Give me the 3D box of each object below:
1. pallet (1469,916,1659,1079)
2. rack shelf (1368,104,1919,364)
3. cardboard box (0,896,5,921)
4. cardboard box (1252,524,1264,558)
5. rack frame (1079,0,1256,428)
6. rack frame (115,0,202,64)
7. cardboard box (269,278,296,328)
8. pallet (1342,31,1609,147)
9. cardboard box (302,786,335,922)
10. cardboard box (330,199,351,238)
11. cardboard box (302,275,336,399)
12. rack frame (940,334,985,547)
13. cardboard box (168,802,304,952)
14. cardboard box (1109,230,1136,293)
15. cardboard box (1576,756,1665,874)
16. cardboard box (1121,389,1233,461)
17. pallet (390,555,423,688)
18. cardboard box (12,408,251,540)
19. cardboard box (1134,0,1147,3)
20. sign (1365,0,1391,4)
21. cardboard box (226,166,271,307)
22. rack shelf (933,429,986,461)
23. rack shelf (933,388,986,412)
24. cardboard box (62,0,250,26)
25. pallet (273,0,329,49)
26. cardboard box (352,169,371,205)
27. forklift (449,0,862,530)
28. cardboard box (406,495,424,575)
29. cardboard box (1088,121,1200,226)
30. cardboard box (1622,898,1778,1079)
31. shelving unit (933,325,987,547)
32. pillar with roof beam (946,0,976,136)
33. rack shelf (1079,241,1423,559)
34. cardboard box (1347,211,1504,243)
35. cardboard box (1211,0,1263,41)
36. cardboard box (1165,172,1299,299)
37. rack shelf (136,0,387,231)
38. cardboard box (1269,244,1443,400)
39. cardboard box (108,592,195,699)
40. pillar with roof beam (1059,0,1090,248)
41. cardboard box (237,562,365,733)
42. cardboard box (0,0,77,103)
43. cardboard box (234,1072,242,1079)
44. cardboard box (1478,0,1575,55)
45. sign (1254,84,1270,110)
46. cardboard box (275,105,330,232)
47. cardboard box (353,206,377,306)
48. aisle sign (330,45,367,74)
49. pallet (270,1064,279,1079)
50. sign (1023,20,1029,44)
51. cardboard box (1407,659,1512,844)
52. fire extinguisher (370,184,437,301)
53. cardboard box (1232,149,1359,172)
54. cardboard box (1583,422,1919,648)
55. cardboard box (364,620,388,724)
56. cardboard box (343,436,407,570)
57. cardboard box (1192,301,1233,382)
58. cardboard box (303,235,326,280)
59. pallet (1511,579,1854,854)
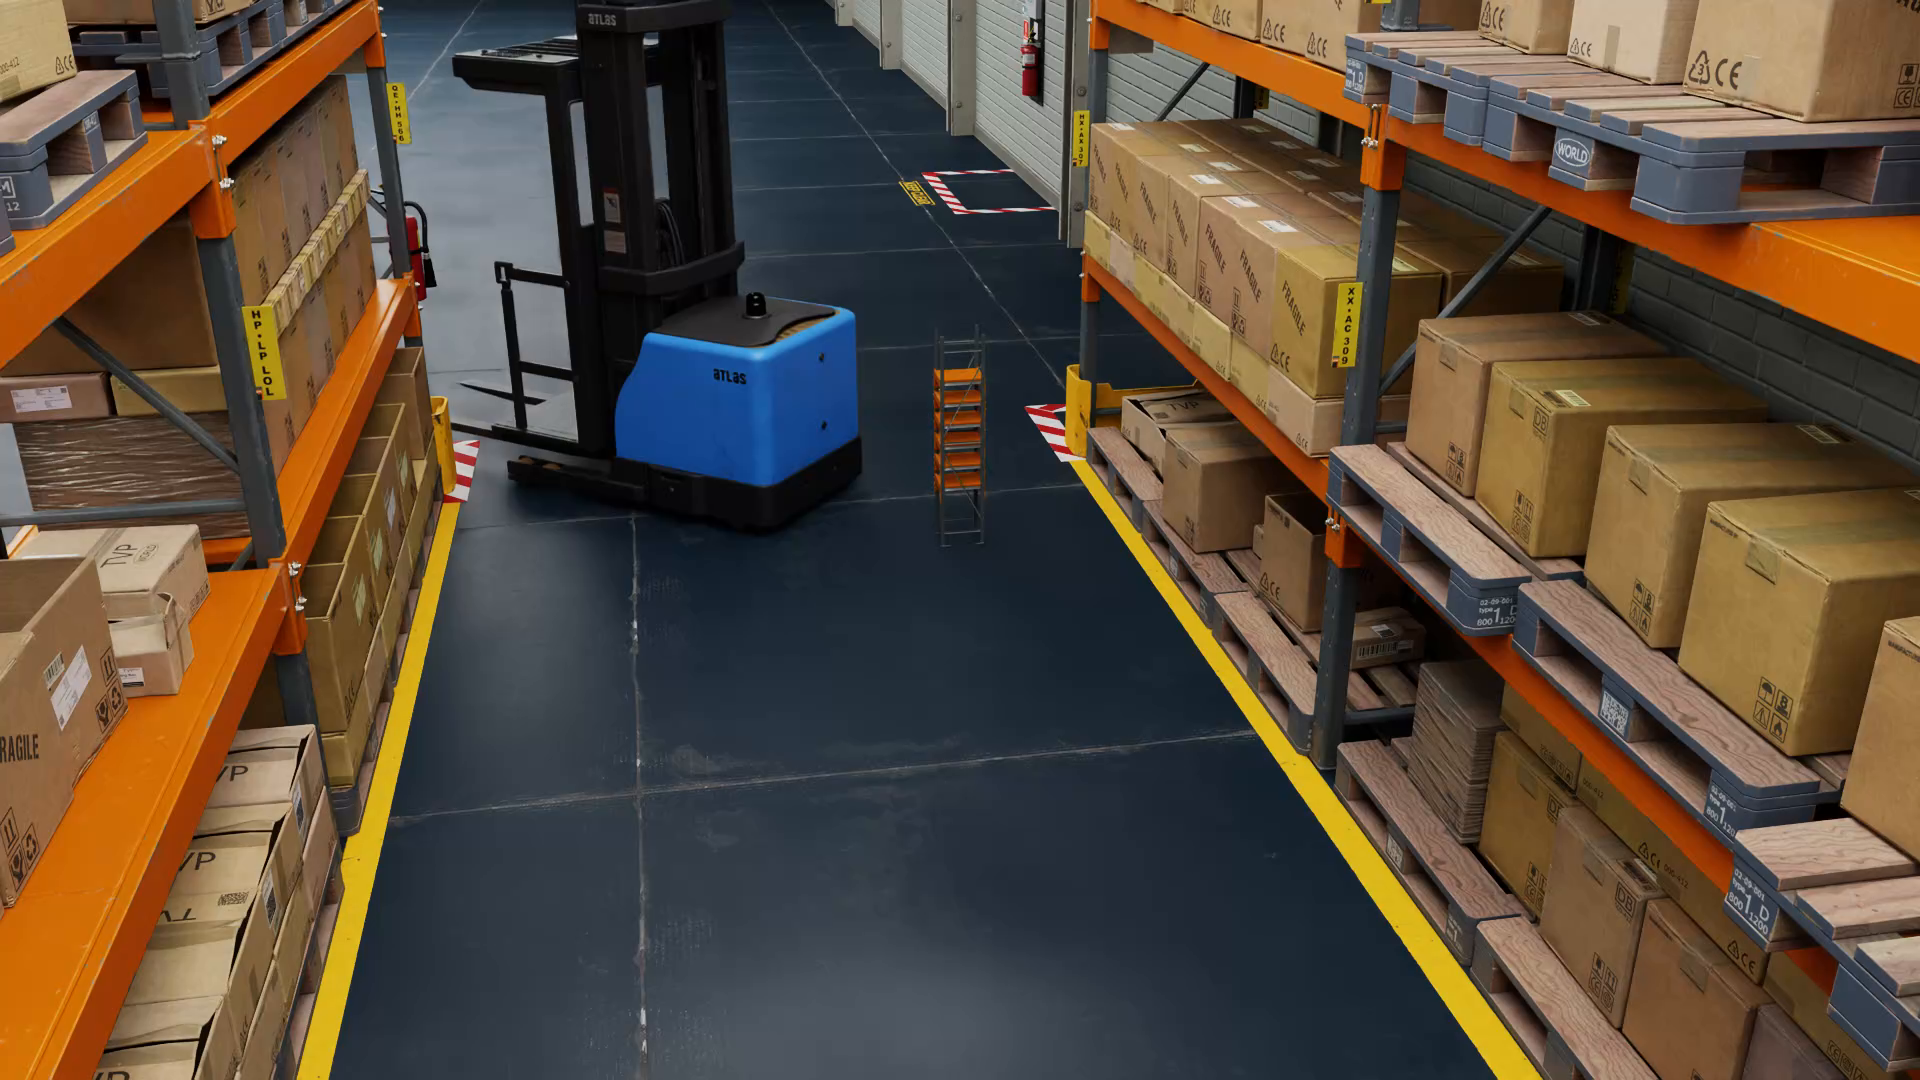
[{"bbox_3d":[2.370,1.609,5.303,1.003,0.211,1.213,-4,24,-10],"label":"pallet"},{"bbox_3d":[2.365,-0.714,4.289,1.077,0.370,4.000,-4,24,-10],"label":"rack shelf"},{"bbox_3d":[-2.459,0.781,3.590,0.500,0.500,0.500,-6,24,-13],"label":"cardboard box"},{"bbox_3d":[1.719,0.018,8.473,0.380,0.149,0.250,-6,24,-14],"label":"cardboard box"},{"bbox_3d":[1.256,-2.029,10.149,1.000,3.000,0.127,-4,24,-10],"label":"rack frame"},{"bbox_3d":[-2.872,-2.837,4.503,1.000,3.000,0.127,-4,24,-10],"label":"rack frame"},{"bbox_3d":[-2.921,-0.953,6.749,0.380,0.149,0.250,-5,24,-12],"label":"cardboard box"},{"bbox_3d":[2.005,-1.494,5.410,1.213,0.211,1.003,-4,24,-10],"label":"pallet"},{"bbox_3d":[-2.510,1.121,5.846,0.500,0.250,0.500,-5,24,-10],"label":"cardboard box"},{"bbox_3d":[-3.212,-1.566,8.152,0.380,0.149,0.250,-4,24,-9],"label":"cardboard box"},{"bbox_3d":[-3.249,-0.914,7.470,0.700,0.500,0.500,-4,24,-8],"label":"cardboard box"},{"bbox_3d":[0.014,-0.520,8.940,0.240,1.200,0.006,-4,24,-10],"label":"rack frame"},{"bbox_3d":[-2.413,1.065,5.274,0.500,0.311,0.500,-4,24,-8],"label":"cardboard box"},{"bbox_3d":[1.144,-1.551,9.217,0.500,0.250,0.500,-5,24,-11],"label":"cardboard box"},{"bbox_3d":[2.333,0.810,5.285,0.500,0.250,0.500,-5,24,-11],"label":"cardboard box"},{"bbox_3d":[1.295,-0.720,9.961,0.500,0.311,0.500,-7,25,-16],"label":"cardboard box"},{"bbox_3d":[-3.207,0.393,8.086,1.003,0.211,1.213,-4,24,-10],"label":"pallet"},{"bbox_3d":[-2.960,-0.308,6.082,0.700,0.500,0.500,-5,24,-11],"label":"cardboard box"},{"bbox_3d":[1.136,-3.095,8.691,0.500,0.500,0.500,-3,24,-6],"label":"cardboard box"},{"bbox_3d":[1.464,-2.024,5.744,0.100,0.325,0.005,-4,24,-10],"label":"sign"},{"bbox_3d":[-3.055,-1.101,6.278,0.700,0.500,0.500,-4,24,-10],"label":"cardboard box"},{"bbox_3d":[-0.003,-0.515,9.041,0.258,0.103,0.180,-4,24,-10],"label":"rack shelf"},{"bbox_3d":[-0.003,-0.735,8.945,0.258,0.103,0.180,-4,24,-10],"label":"rack shelf"},{"bbox_3d":[-2.706,-1.983,5.470,0.500,0.500,0.500,-2,24,-5],"label":"cardboard box"},{"bbox_3d":[-3.277,-2.235,6.981,1.003,0.211,1.213,-4,24,-10],"label":"pallet"},{"bbox_3d":[-3.354,-1.868,8.845,0.380,0.149,0.250,-5,24,-11],"label":"cardboard box"},{"bbox_3d":[-2.134,-1.804,9.719,3.031,2.935,1.130,12,26,25],"label":"forklift"},{"bbox_3d":[-3.024,-0.012,8.441,0.500,0.250,0.500,-4,24,-10],"label":"cardboard box"},{"bbox_3d":[1.049,-2.104,9.544,0.500,0.500,0.500,-4,24,-10],"label":"cardboard box"},{"bbox_3d":[2.450,1.377,4.922,0.700,0.500,0.500,-4,24,-10],"label":"cardboard box"},{"bbox_3d":[-0.003,-0.556,9.023,0.258,1.200,0.189,-4,24,-10],"label":"shelving unit"},{"bbox_3d":[-4.214,-8.969,18.542,9.100,9.000,0.400,-4,24,-10],"label":"pillar with roof beam"},{"bbox_3d":[1.626,-0.913,8.492,1.077,0.370,4.000,-4,24,-10],"label":"rack shelf"},{"bbox_3d":[2.022,-1.144,7.348,0.500,0.500,0.500,-4,24,-10],"label":"cardboard box"},{"bbox_3d":[1.439,-2.481,7.285,0.500,0.500,0.500,-5,24,-12],"label":"cardboard box"},{"bbox_3d":[1.327,-1.503,8.168,0.500,0.500,0.500,-4,24,-8],"label":"cardboard box"},{"bbox_3d":[-3.242,-1.920,7.049,1.077,0.370,4.000,-4,24,-10],"label":"rack shelf"},{"bbox_3d":[1.604,-0.903,6.796,0.500,0.500,0.500,-4,24,-10],"label":"cardboard box"},{"bbox_3d":[-2.529,0.306,4.970,0.396,0.266,0.258,-5,24,-11],"label":"cardboard box"},{"bbox_3d":[-3.105,-6.609,13.139,9.100,9.000,0.400,-4,24,-10],"label":"pillar with roof beam"},{"bbox_3d":[-2.650,0.430,6.491,0.500,0.500,0.500,-4,24,-10],"label":"cardboard box"},{"bbox_3d":[-2.767,-1.343,4.493,0.500,0.250,0.500,-2,24,-4],"label":"cardboard box"},{"bbox_3d":[-2.231,1.722,4.471,0.500,0.250,0.500,-4,24,-9],"label":"cardboard box"},{"bbox_3d":[2.018,-1.848,5.336,0.500,0.500,0.500,-1,24,-2],"label":"cardboard box"},{"bbox_3d":[1.805,-2.738,9.930,0.100,0.325,0.005,-4,24,-10],"label":"sign"},{"bbox_3d":[-3.332,-1.692,7.630,0.700,0.500,0.500,-4,24,-10],"label":"cardboard box"},{"bbox_3d":[-3.538,-1.523,8.864,0.700,0.500,0.500,-4,24,-10],"label":"cardboard box"},{"bbox_3d":[-3.335,-2.900,8.895,0.394,0.787,0.004,-4,24,-10],"label":"aisle sign"},{"bbox_3d":[-2.468,1.958,4.504,1.003,0.211,1.213,-4,24,-10],"label":"pallet"},{"bbox_3d":[0.706,-5.395,17.809,0.001,0.329,0.234,-4,24,-10],"label":"sign"},{"bbox_3d":[2.148,0.776,6.299,0.700,0.500,0.500,-3,24,-8],"label":"cardboard box"},{"bbox_3d":[-3.177,-1.707,9.507,0.296,0.674,0.183,-4,24,-10],"label":"fire extinguisher"},{"bbox_3d":[1.735,-1.742,8.717,0.500,0.500,0.500,-5,24,-11],"label":"cardboard box"},{"bbox_3d":[2.305,-0.024,4.882,0.700,0.500,0.500,-1,24,-2],"label":"cardboard box"},{"bbox_3d":[-2.747,0.578,7.090,0.500,0.250,0.500,-4,24,-10],"label":"cardboard box"},{"bbox_3d":[-2.930,-0.159,7.841,0.500,0.500,0.500,-4,24,-10],"label":"cardboard box"},{"bbox_3d":[1.418,-0.954,7.848,0.500,0.250,0.500,-4,24,-10],"label":"cardboard box"},{"bbox_3d":[-3.065,-1.258,7.448,0.380,0.149,0.250,-5,24,-10],"label":"cardboard box"},{"bbox_3d":[2.329,0.430,4.758,1.003,0.211,1.213,-4,24,-10],"label":"pallet"}]
